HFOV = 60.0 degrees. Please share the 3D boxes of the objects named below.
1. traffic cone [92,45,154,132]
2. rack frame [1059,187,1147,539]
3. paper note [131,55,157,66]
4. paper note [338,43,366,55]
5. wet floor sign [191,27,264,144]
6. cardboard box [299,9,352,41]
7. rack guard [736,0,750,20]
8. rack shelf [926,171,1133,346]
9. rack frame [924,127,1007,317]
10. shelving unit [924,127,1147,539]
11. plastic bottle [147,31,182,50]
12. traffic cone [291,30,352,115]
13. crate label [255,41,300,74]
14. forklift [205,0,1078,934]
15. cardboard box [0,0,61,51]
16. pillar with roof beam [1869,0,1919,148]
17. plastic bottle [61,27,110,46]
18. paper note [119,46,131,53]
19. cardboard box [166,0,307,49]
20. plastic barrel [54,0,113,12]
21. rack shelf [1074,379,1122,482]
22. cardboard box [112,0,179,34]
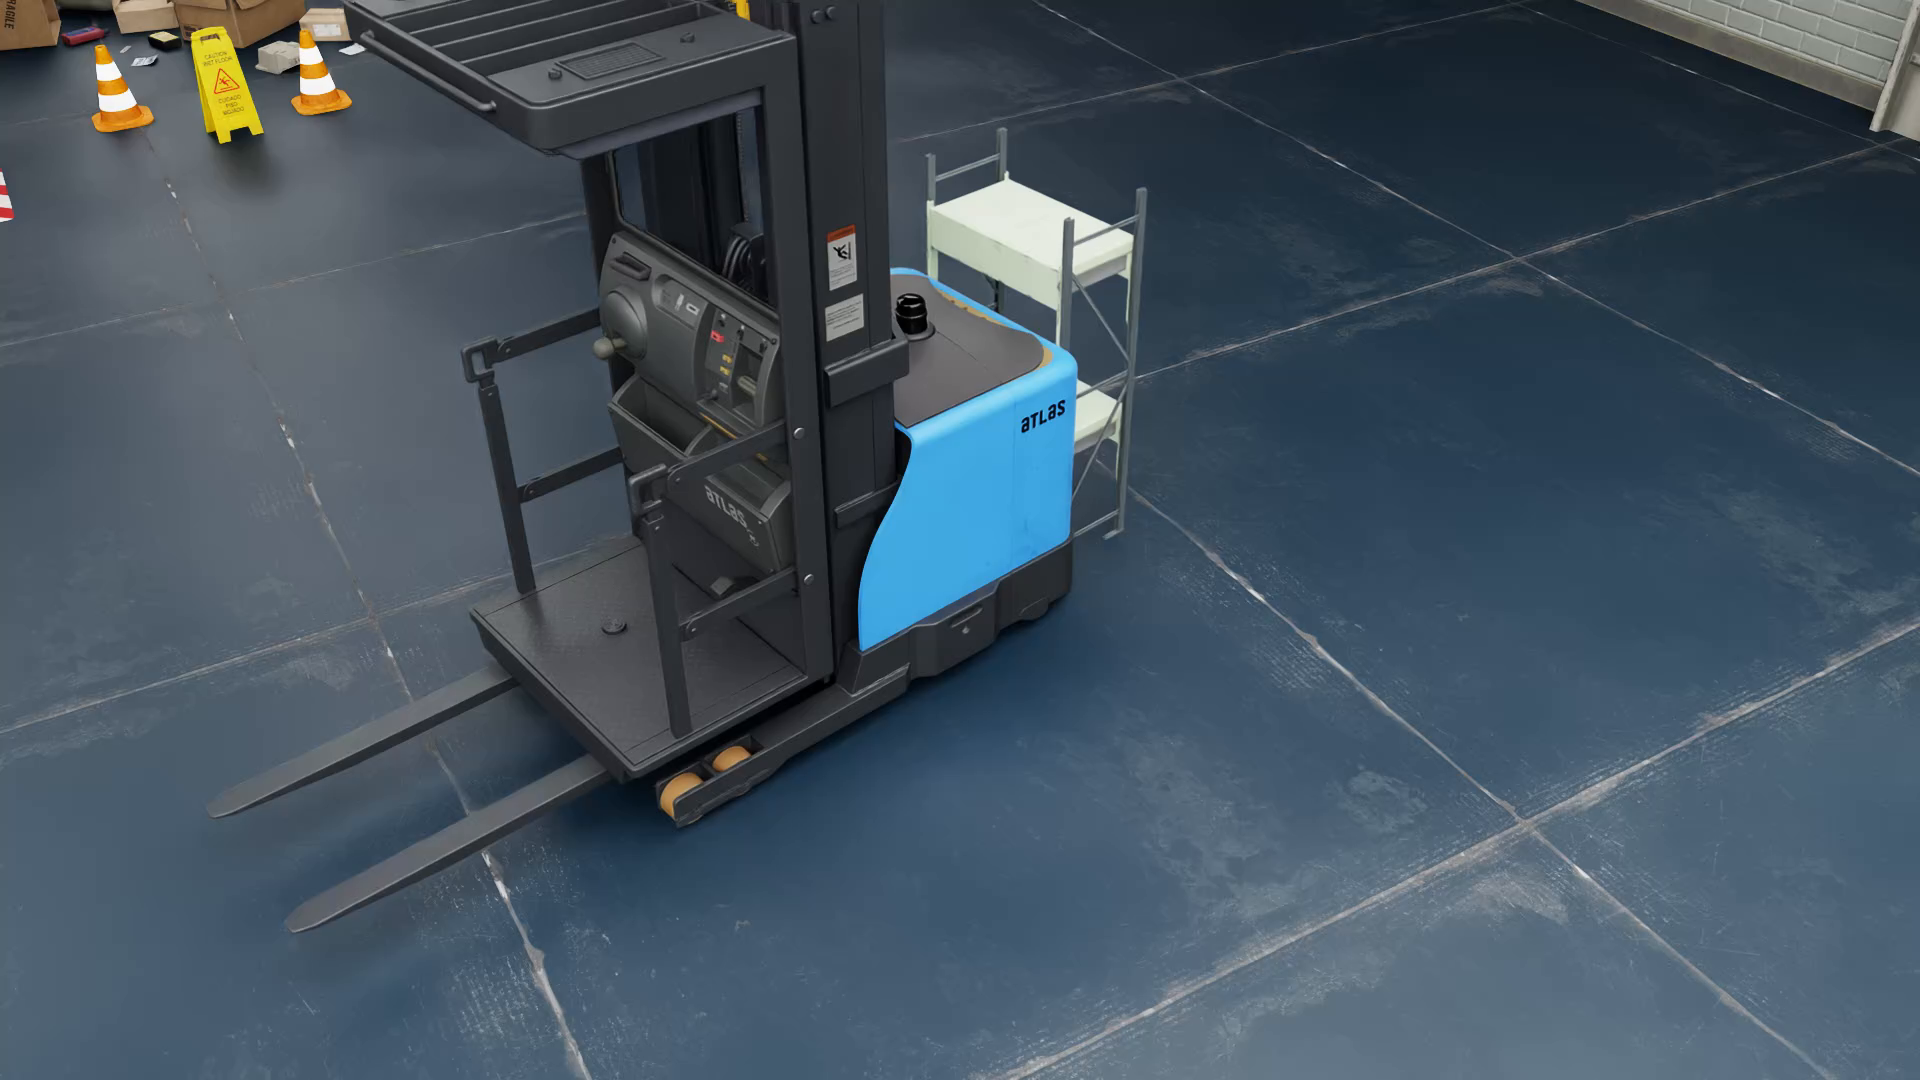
[{"bbox_3d":[-5.193,-2.794,10.183,0.336,0.463,0.334,-19,40,-24],"label":"traffic cone"},{"bbox_3d":[0.511,-0.570,6.259,0.400,1.500,0.023,-28,44,-33],"label":"rack frame"},{"bbox_3d":[-5.453,-3.208,11.118,0.144,0.017,0.142,-6,37,-8],"label":"paper note"},{"bbox_3d":[-4.121,-3.338,11.295,0.142,0.019,0.148,26,44,31],"label":"paper note"},{"bbox_3d":[-4.427,-2.748,9.965,0.267,0.644,0.232,-26,44,-31],"label":"wet floor sign"},{"bbox_3d":[-4.329,-3.563,11.502,0.380,0.149,0.250,0,36,0],"label":"cardboard box"},{"bbox_3d":[-1.963,-3.674,11.357,1.175,0.500,0.348,-19,40,-24],"label":"rack guard"},{"bbox_3d":[0.268,-1.046,6.249,0.431,0.370,0.720,-28,44,-33],"label":"rack shelf"},{"bbox_3d":[0.024,-0.892,6.700,0.400,1.500,0.023,-28,44,-33],"label":"rack frame"},{"bbox_3d":[0.268,-0.731,6.479,0.431,1.500,0.755,-28,44,-33],"label":"shelving unit"},{"bbox_3d":[-5.466,-3.427,11.390,0.283,0.061,0.133,26,44,31],"label":"plastic bottle"},{"bbox_3d":[-4.045,-2.955,10.404,0.336,0.463,0.334,-19,40,-24],"label":"traffic cone"},{"bbox_3d":[-4.493,-3.206,11.024,0.298,0.136,0.250,19,40,24],"label":"crate label"},{"bbox_3d":[-1.013,-0.601,5.087,3.031,2.935,1.130,-27,44,-32],"label":"forklift"},{"bbox_3d":[-6.496,-3.671,11.350,0.500,0.500,0.500,-12,38,-16],"label":"cardboard box"},{"bbox_3d":[2.087,-4.827,5.729,9.100,9.000,0.400,-19,40,-24],"label":"pillar with roof beam"},{"bbox_3d":[-6.028,-3.483,11.467,0.133,0.061,0.283,26,44,31],"label":"plastic bottle"},{"bbox_3d":[-5.678,-3.338,11.312,0.032,0.001,0.123,0,36,0],"label":"paper note"},{"bbox_3d":[-4.996,-3.782,11.502,0.637,0.503,0.797,12,38,16],"label":"cardboard box"},{"bbox_3d":[-6.267,-4.002,11.871,0.512,0.421,0.421,6,37,8],"label":"plastic barrel"},{"bbox_3d":[0.268,-0.468,6.672,0.431,0.370,0.720,-28,44,-33],"label":"rack shelf"},{"bbox_3d":[-5.707,-3.732,11.634,0.396,0.266,0.258,-12,38,-16],"label":"cardboard box"}]
